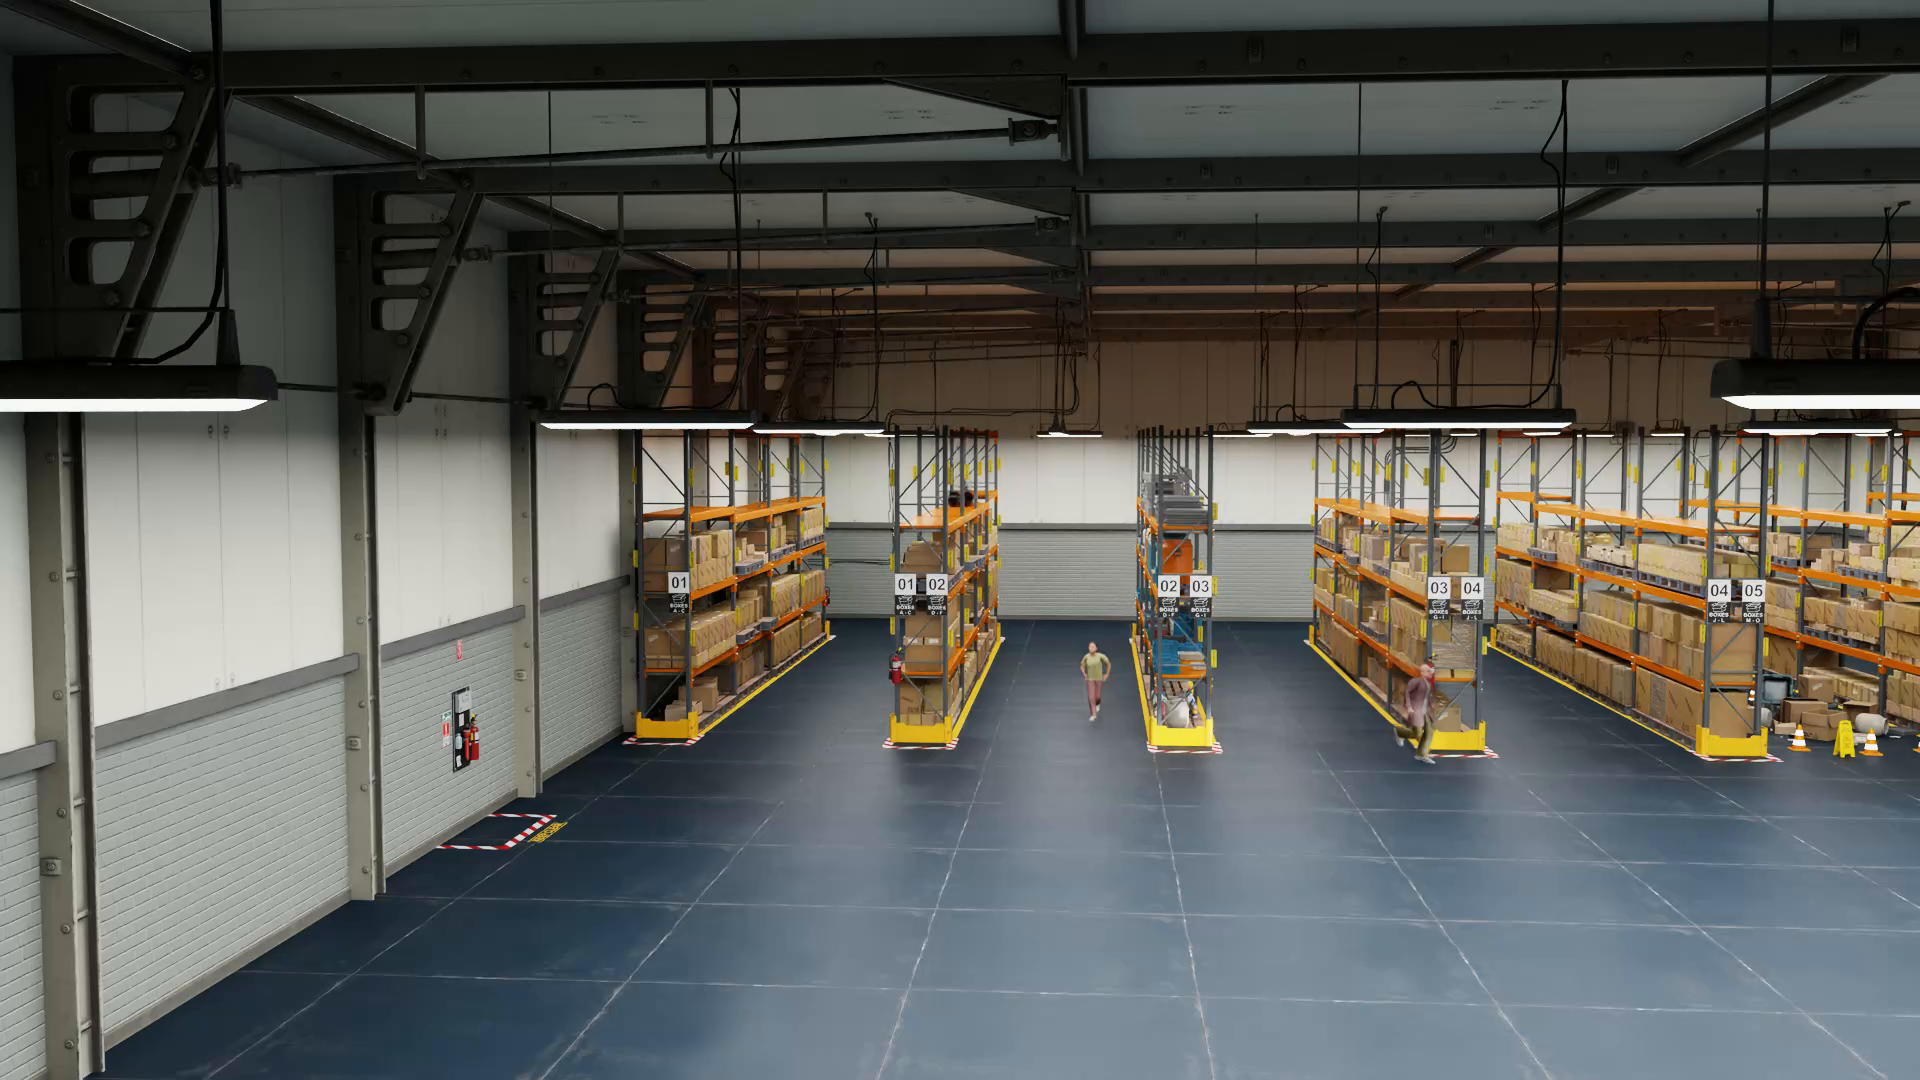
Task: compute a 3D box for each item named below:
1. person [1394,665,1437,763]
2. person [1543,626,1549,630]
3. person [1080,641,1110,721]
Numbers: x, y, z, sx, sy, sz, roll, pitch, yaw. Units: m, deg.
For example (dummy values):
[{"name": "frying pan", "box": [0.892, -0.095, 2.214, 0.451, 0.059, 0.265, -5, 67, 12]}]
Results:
[{"name": "person", "box": [8.163, 3.091, 29.778, 0.732, 1.755, 0.840, -3, 4, -37]}, {"name": "person", "box": [17.016, 1.976, 47.830, 0.950, 1.759, 0.670, -1, 4, -14]}, {"name": "person", "box": [2.753, 2.878, 33.973, 0.600, 1.637, 0.620, 1, 4, 15]}]
